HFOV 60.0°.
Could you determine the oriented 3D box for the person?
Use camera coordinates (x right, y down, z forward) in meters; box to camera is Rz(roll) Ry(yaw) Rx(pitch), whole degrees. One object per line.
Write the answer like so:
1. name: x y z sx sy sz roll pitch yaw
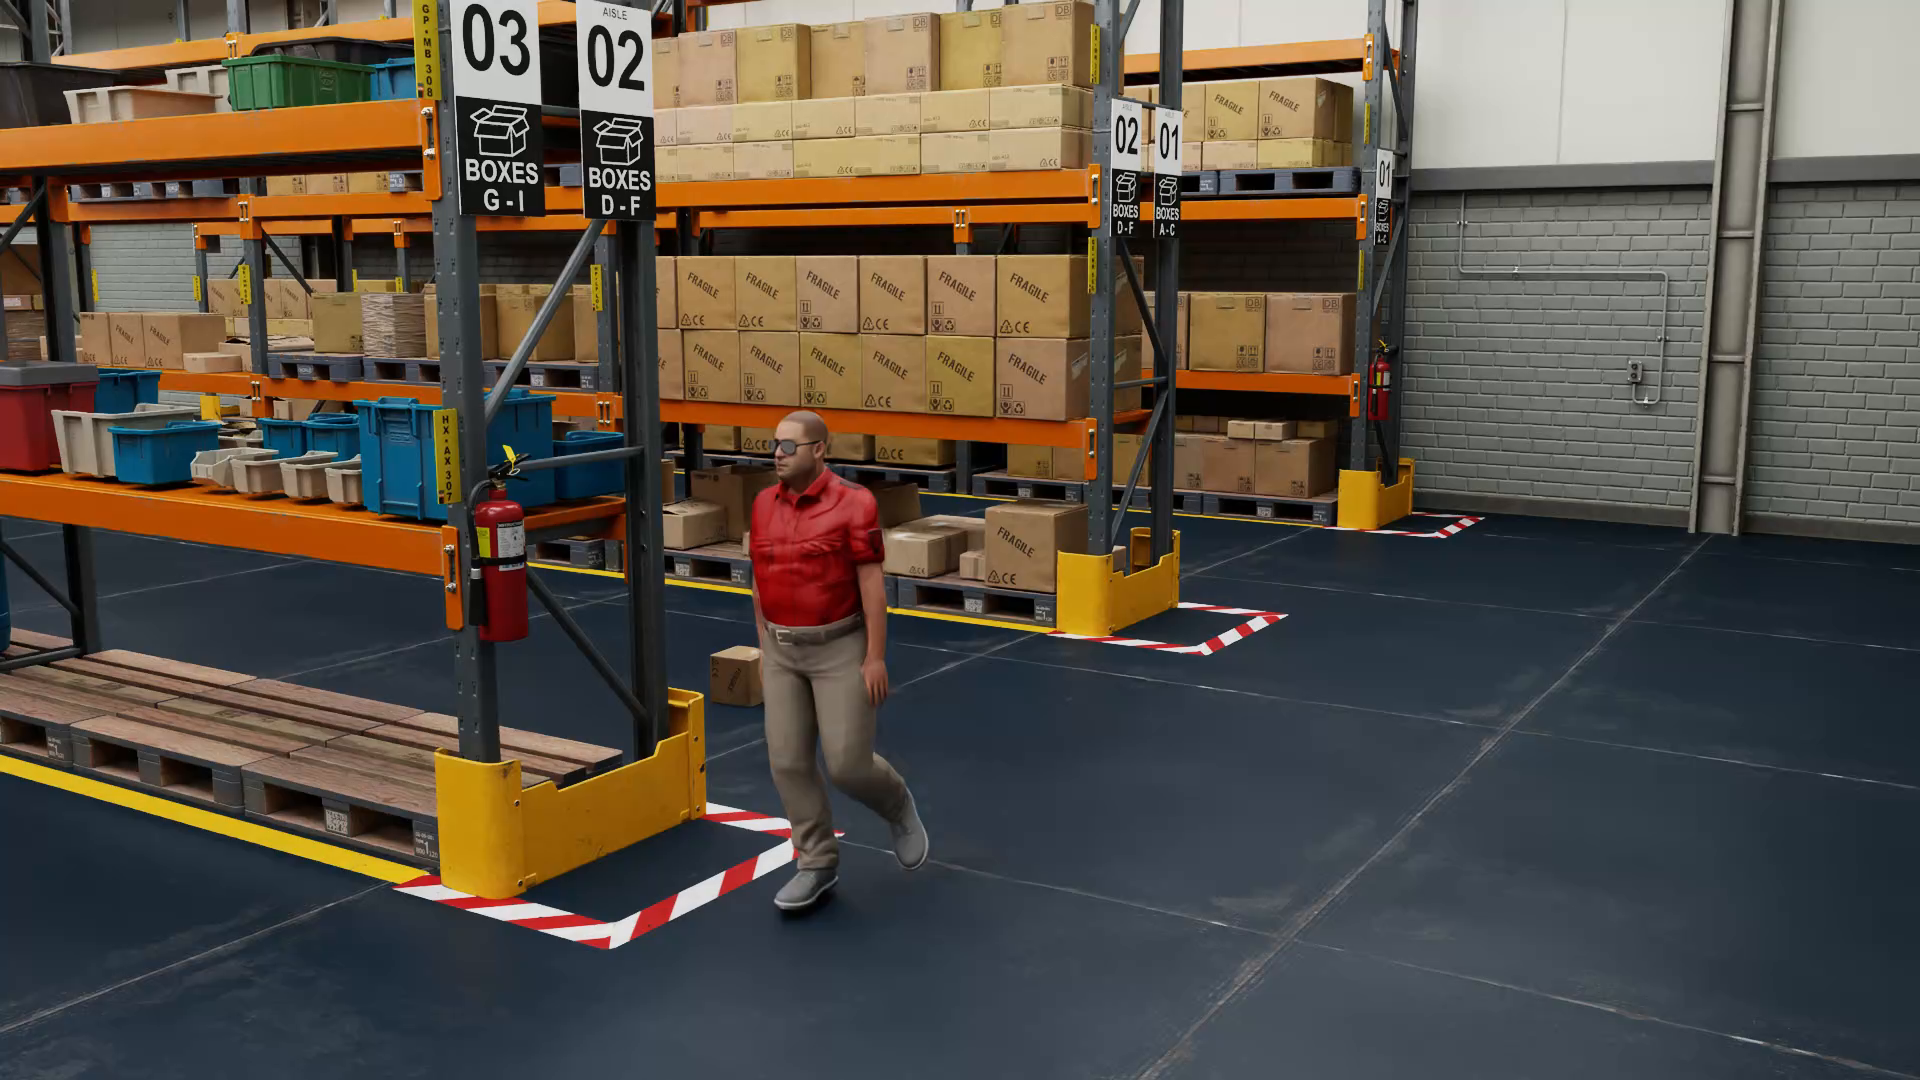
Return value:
1. person: -0.466 0.398 5.855 0.586 1.720 0.595 5 11 29
